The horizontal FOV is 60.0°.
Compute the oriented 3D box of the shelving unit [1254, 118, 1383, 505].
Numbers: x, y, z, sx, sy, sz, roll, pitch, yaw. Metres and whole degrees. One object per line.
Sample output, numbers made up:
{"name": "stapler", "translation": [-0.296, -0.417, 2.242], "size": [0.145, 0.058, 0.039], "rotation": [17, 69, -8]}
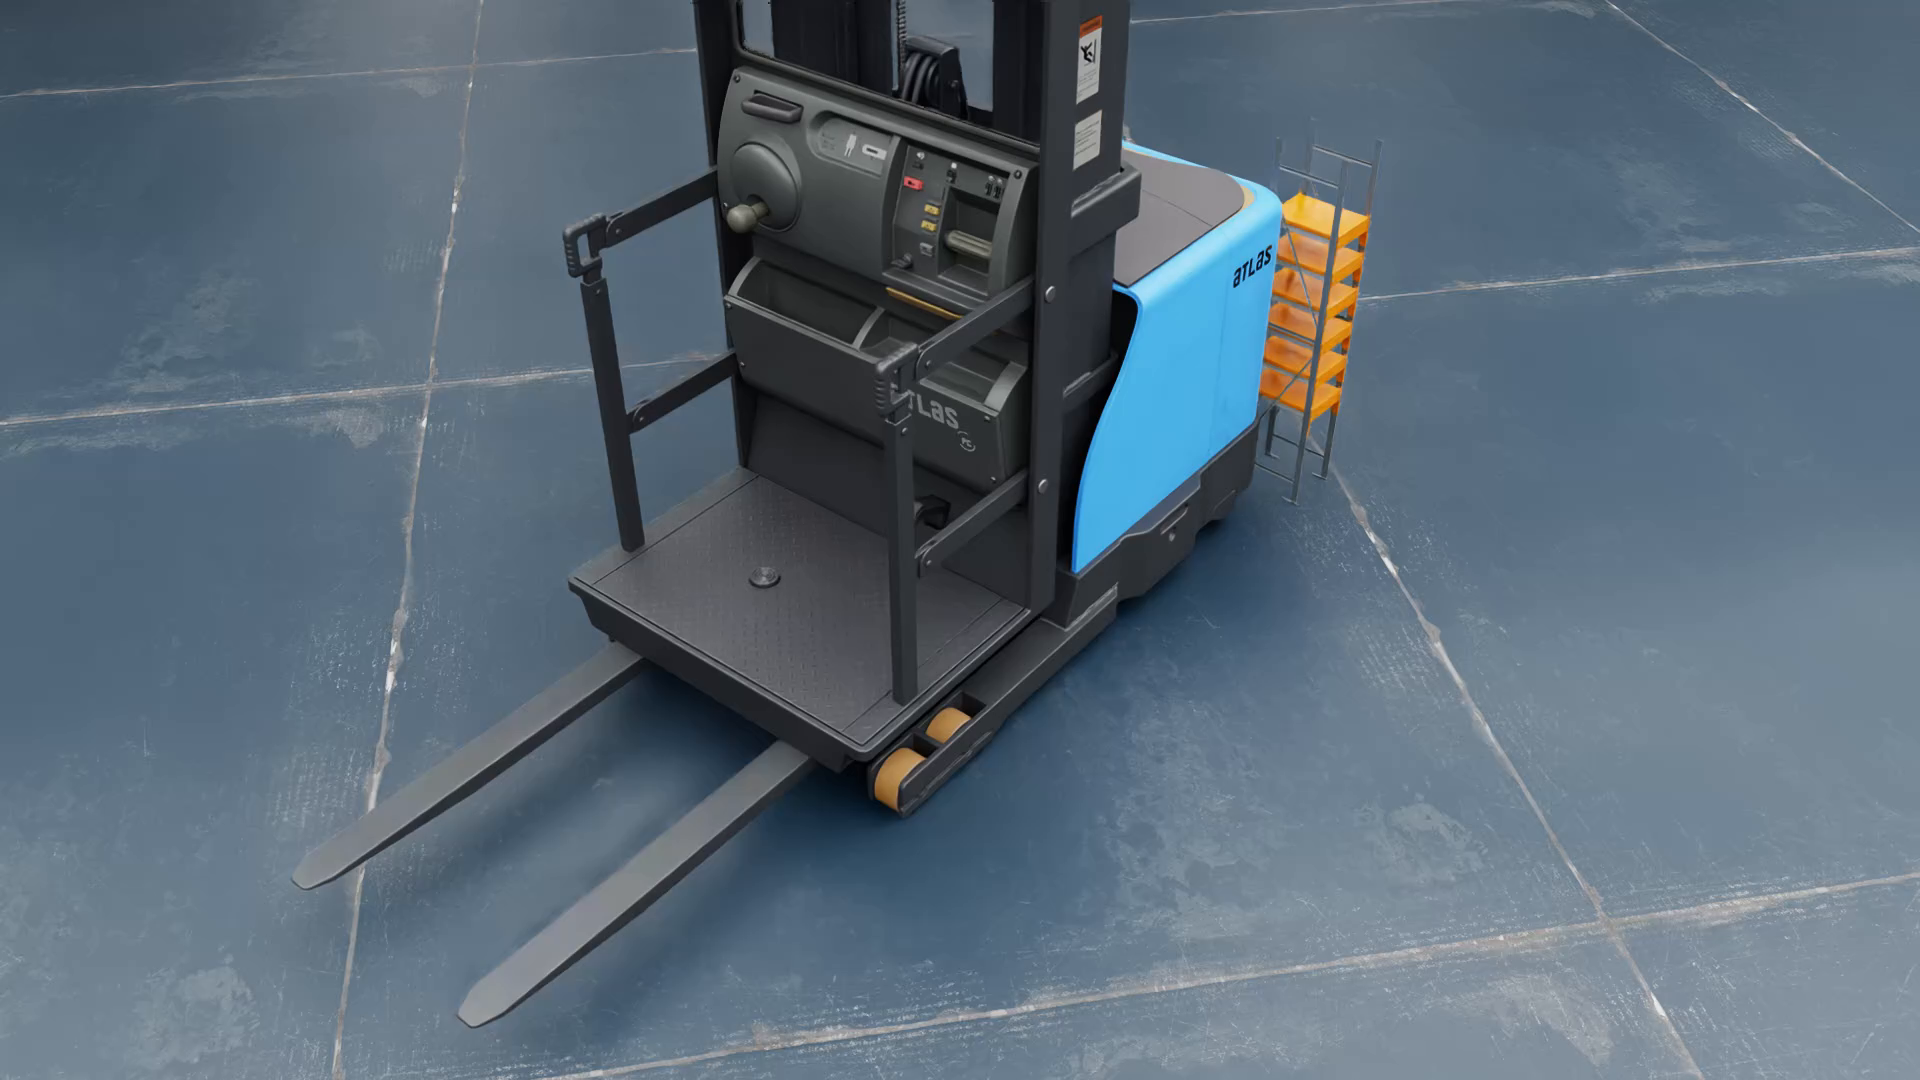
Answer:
{"name": "shelving unit", "translation": [1.062, -0.678, 5.145], "size": [0.258, 1.200, 0.189], "rotation": [29, 46, 32]}

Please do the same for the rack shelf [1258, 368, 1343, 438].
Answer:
{"name": "rack shelf", "translation": [1.062, -0.453, 5.319], "size": [0.258, 0.103, 0.180], "rotation": [29, 46, 32]}

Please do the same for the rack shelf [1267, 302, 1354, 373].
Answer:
{"name": "rack shelf", "translation": [1.062, -0.643, 5.172], "size": [0.258, 0.103, 0.180], "rotation": [29, 46, 32]}

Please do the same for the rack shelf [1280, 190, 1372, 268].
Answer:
{"name": "rack shelf", "translation": [1.062, -0.927, 4.951], "size": [0.258, 0.103, 0.180], "rotation": [29, 46, 32]}

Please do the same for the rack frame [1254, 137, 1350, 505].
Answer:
{"name": "rack frame", "translation": [1.001, -0.636, 5.091], "size": [0.240, 1.200, 0.006], "rotation": [29, 46, 32]}

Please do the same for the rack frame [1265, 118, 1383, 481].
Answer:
{"name": "rack frame", "translation": [1.122, -0.720, 5.199], "size": [0.240, 1.200, 0.006], "rotation": [29, 46, 32]}

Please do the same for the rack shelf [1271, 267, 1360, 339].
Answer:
{"name": "rack shelf", "translation": [1.062, -0.738, 5.098], "size": [0.258, 0.103, 0.180], "rotation": [29, 46, 32]}

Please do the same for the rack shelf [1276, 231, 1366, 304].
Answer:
{"name": "rack shelf", "translation": [1.062, -0.832, 5.025], "size": [0.258, 0.103, 0.180], "rotation": [29, 46, 32]}

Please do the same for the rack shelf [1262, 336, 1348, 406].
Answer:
{"name": "rack shelf", "translation": [1.062, -0.548, 5.246], "size": [0.258, 0.103, 0.180], "rotation": [29, 46, 32]}

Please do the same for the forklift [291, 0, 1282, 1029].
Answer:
{"name": "forklift", "translation": [-0.360, -0.794, 3.883], "size": [1.130, 2.935, 3.031], "rotation": [26, 45, 29]}
